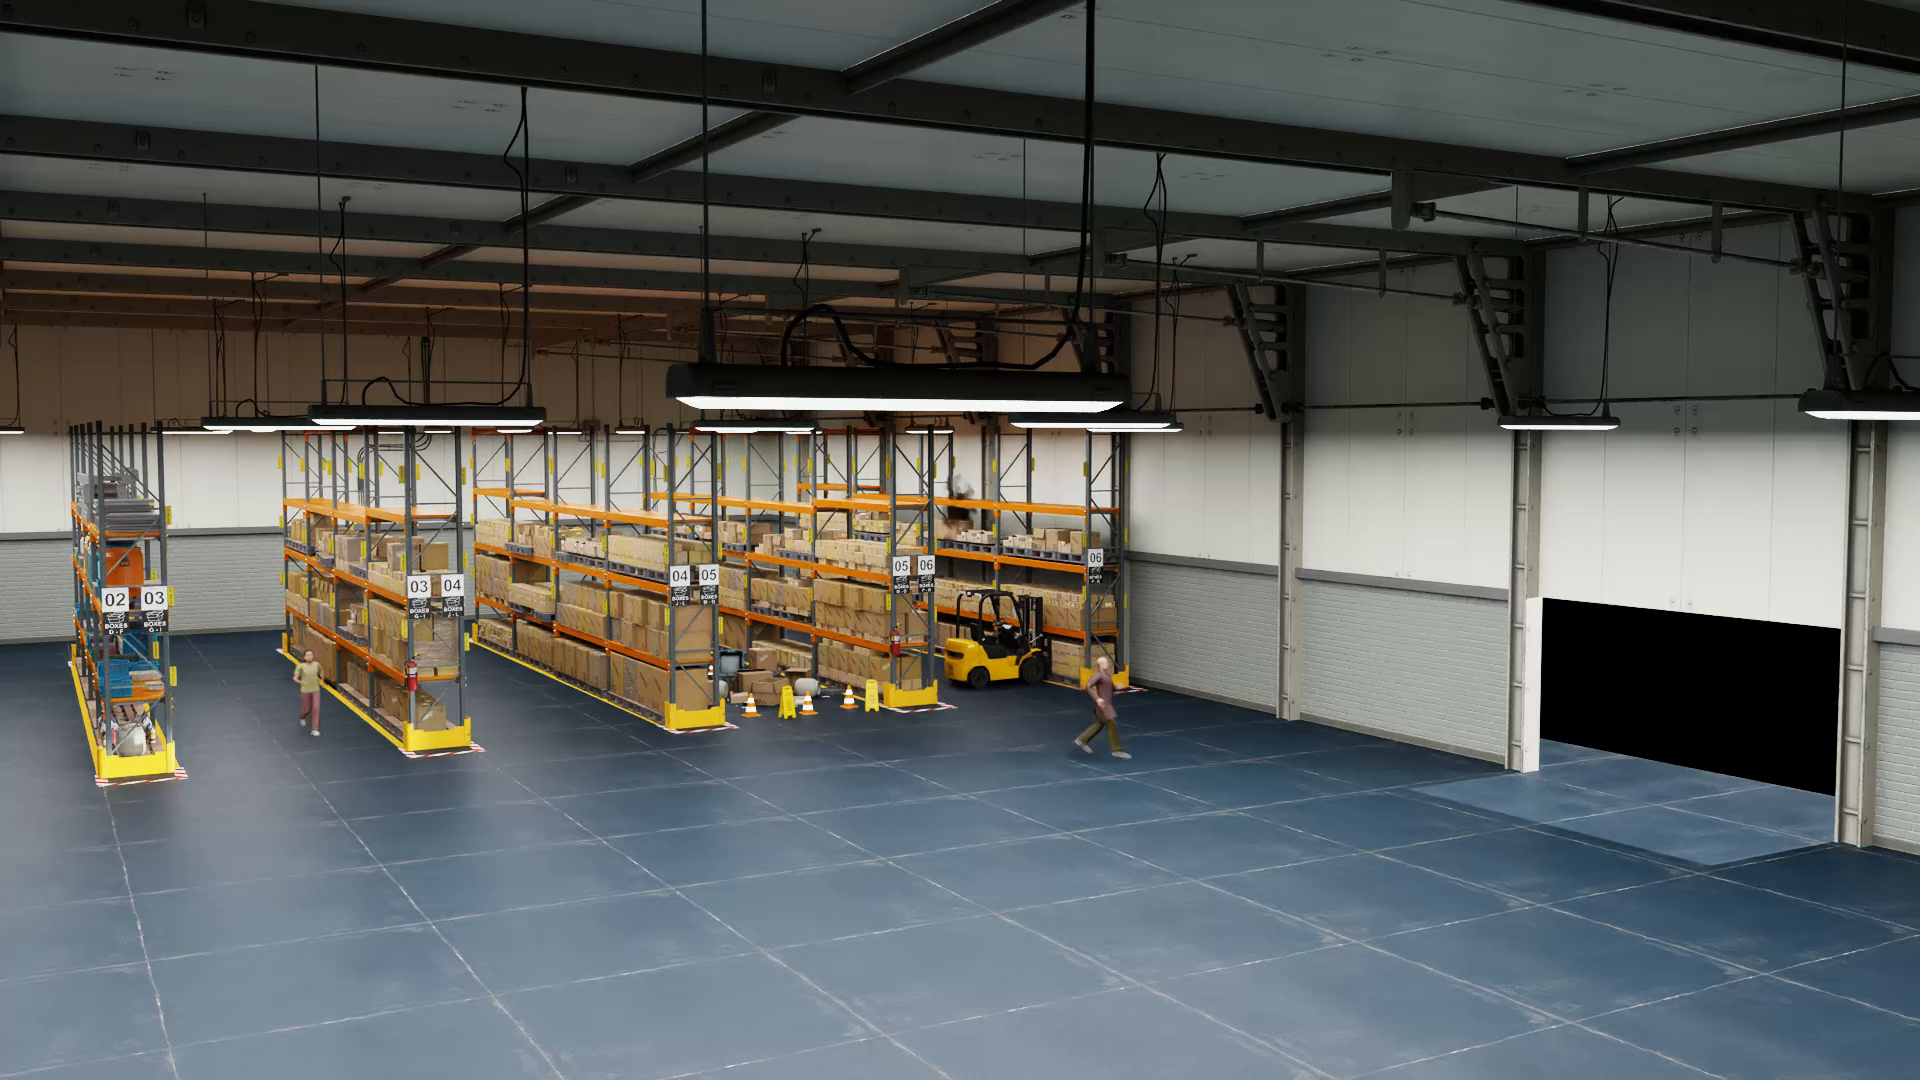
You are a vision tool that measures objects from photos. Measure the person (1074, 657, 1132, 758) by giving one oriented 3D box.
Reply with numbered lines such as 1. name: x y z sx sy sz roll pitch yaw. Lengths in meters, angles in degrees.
1. person: 2.548 2.973 29.617 1.054 1.775 0.697 1 4 12

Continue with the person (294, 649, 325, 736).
1. person: -12.501 2.916 32.011 0.592 1.633 0.970 -2 4 -34
